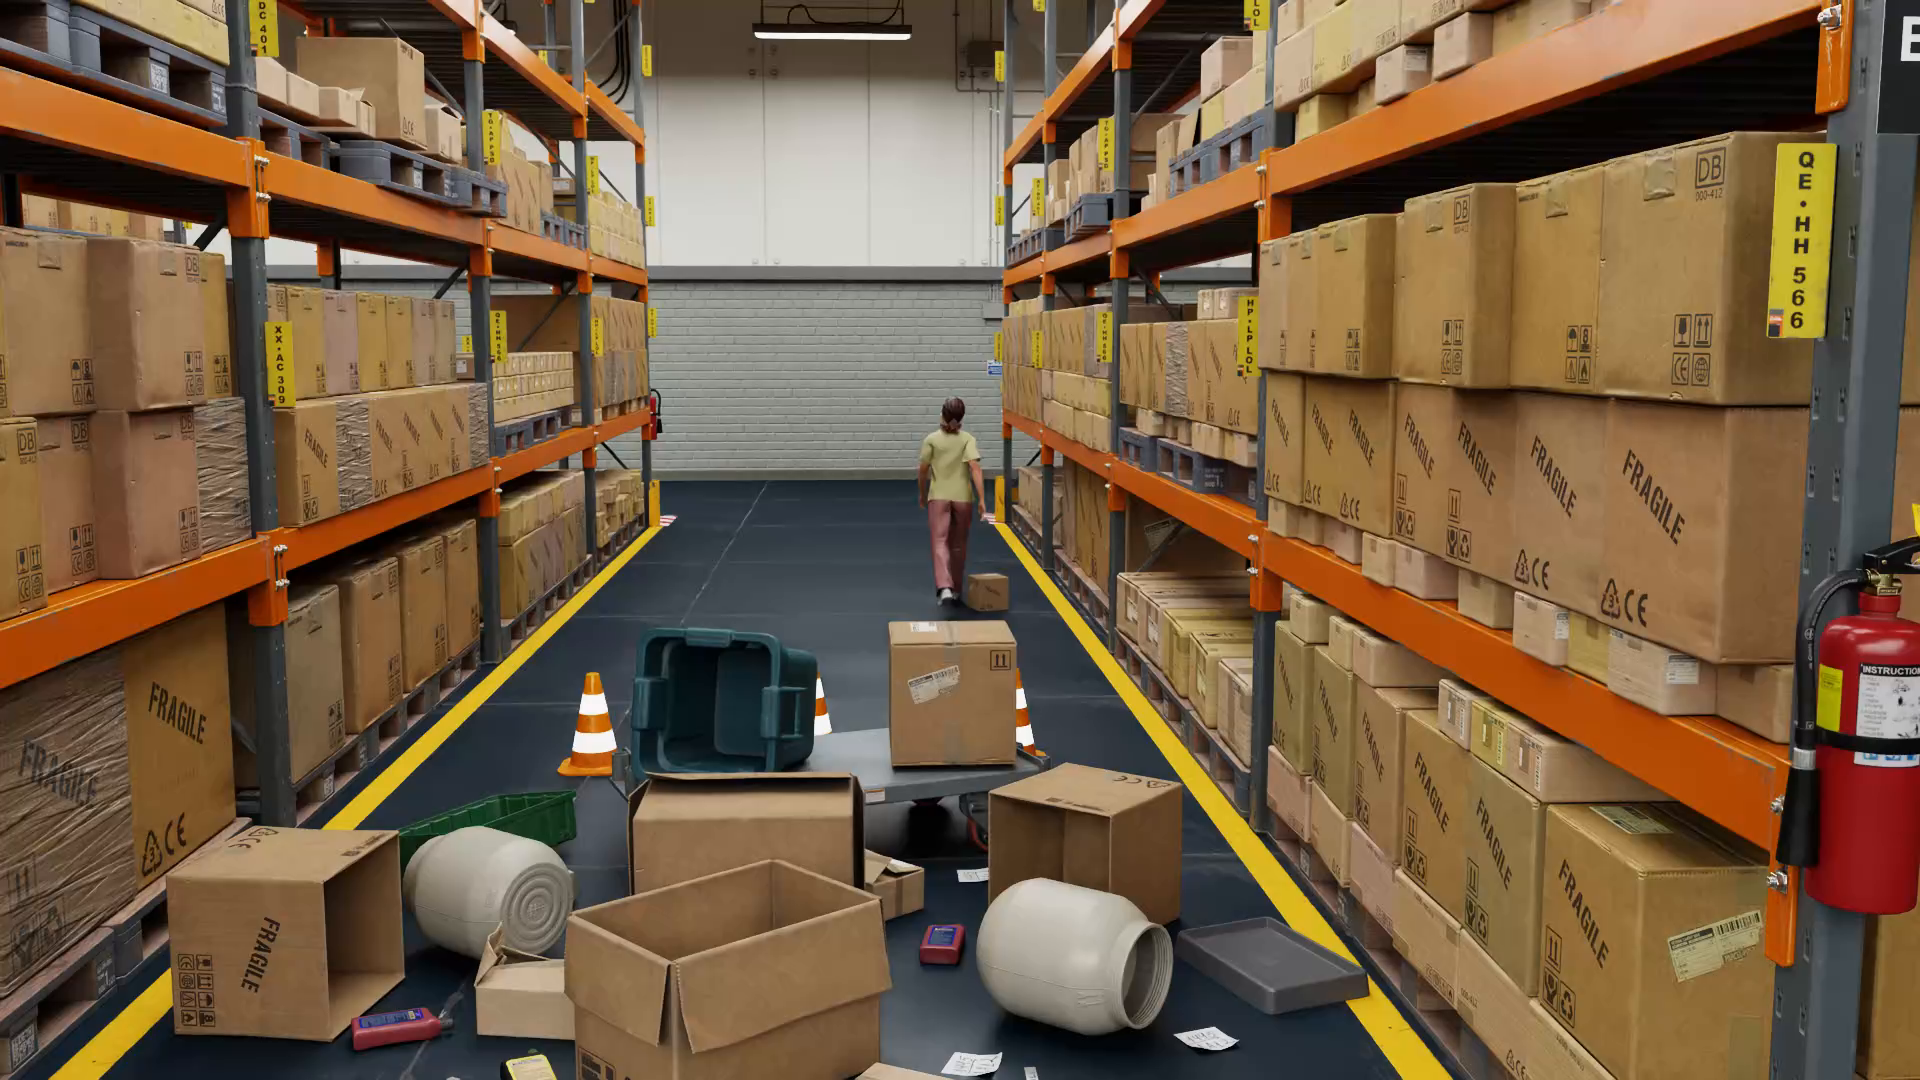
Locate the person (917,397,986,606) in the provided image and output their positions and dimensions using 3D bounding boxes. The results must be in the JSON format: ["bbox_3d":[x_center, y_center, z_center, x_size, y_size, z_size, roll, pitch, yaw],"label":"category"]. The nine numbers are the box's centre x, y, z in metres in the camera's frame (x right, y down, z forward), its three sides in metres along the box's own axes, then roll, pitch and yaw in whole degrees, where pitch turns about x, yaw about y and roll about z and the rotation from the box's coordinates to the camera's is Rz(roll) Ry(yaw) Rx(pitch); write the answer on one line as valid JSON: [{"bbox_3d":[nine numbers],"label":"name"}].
[{"bbox_3d":[-0.069,-0.273,12.747,0.508,1.581,1.099,0,7,-4],"label":"person"}]
